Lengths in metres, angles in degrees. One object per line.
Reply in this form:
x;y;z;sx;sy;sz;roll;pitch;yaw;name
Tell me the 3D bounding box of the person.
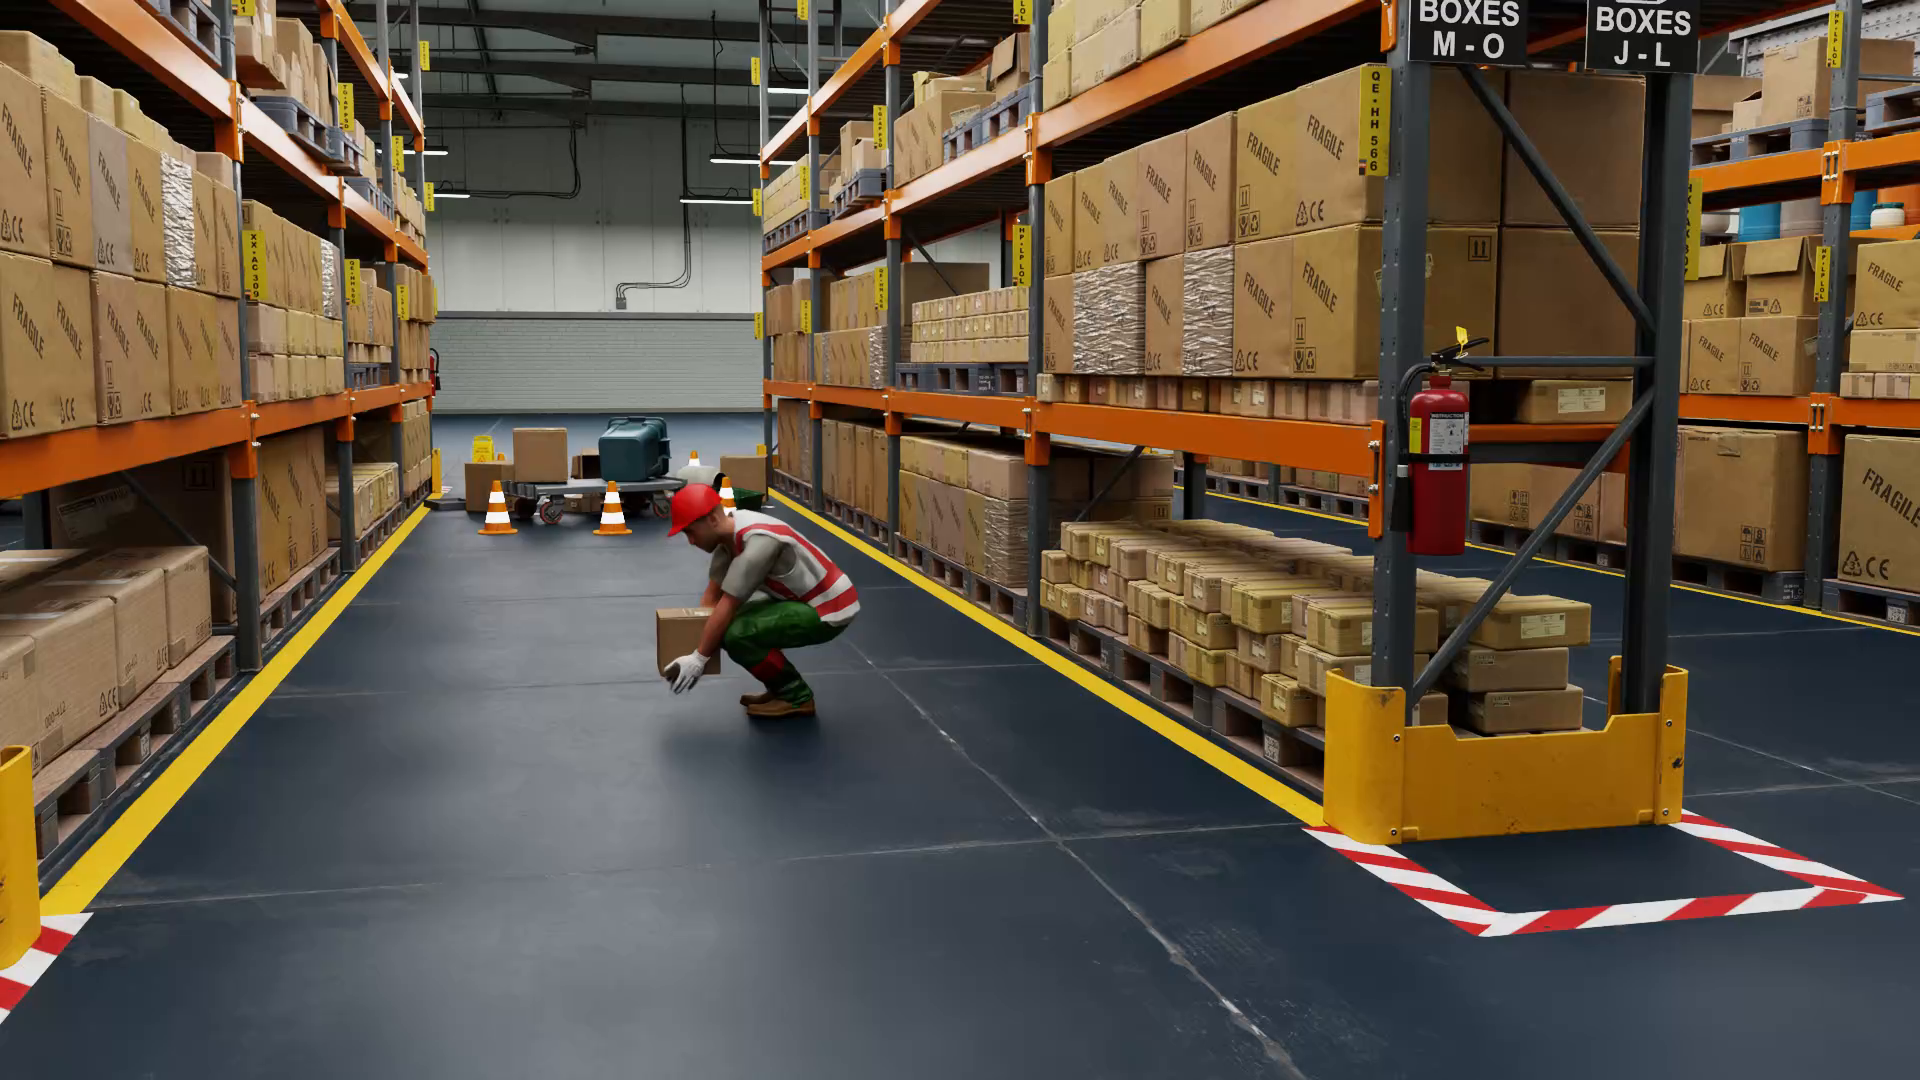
-0.856;0.252;7.138;0.852;1.012;0.548;-2;6;-15;person
